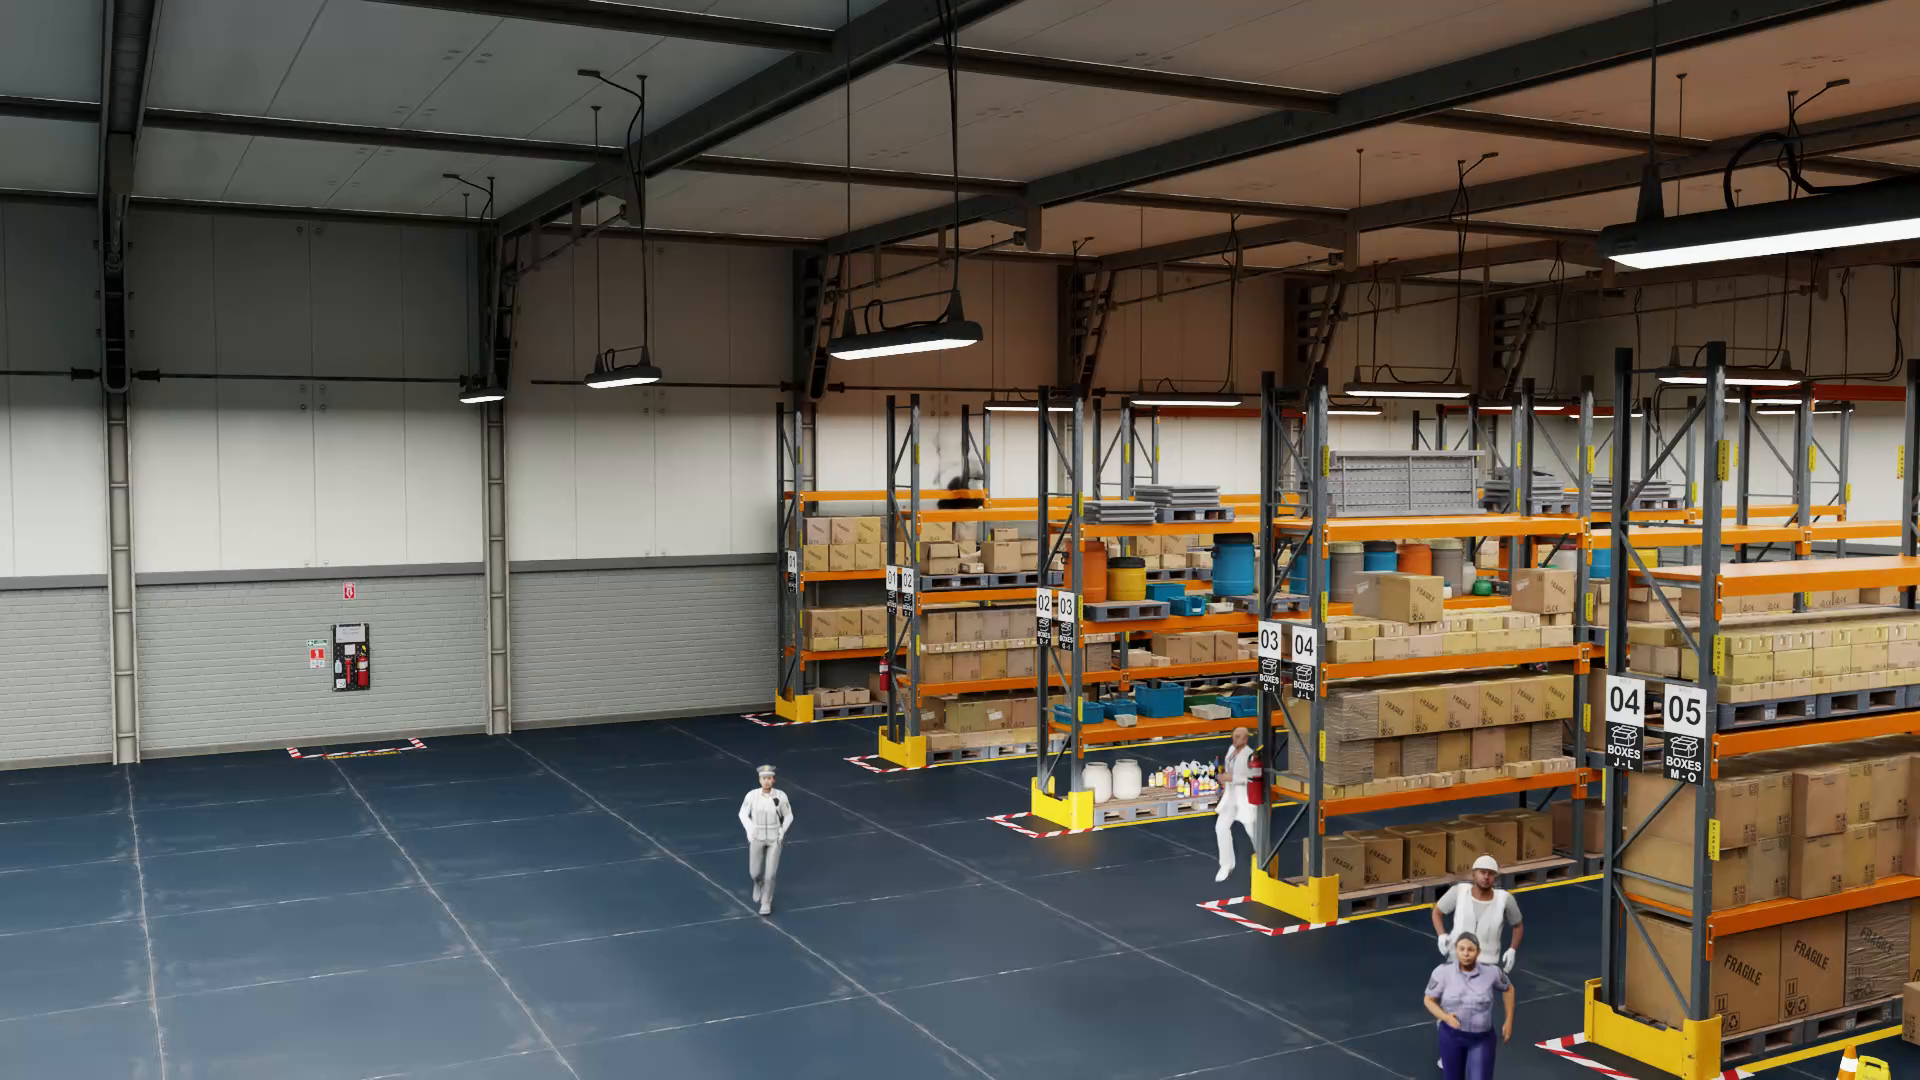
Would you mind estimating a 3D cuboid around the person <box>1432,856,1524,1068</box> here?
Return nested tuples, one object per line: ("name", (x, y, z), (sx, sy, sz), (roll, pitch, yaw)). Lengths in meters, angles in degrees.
("person", (4.329, 3.508, 13.969), (0.732, 1.728, 0.830), (1, 3, 22))

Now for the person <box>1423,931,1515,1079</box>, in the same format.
("person", (3.679, 3.675, 12.048), (0.618, 1.725, 0.751), (1, 3, 21))

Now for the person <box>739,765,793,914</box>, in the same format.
("person", (-2.139, 3.296, 18.369), (0.599, 1.652, 0.540), (0, 3, -6))

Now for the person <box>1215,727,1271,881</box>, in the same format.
("person", (3.381, 3.147, 19.910), (0.937, 1.847, 0.666), (-3, 4, -40))
